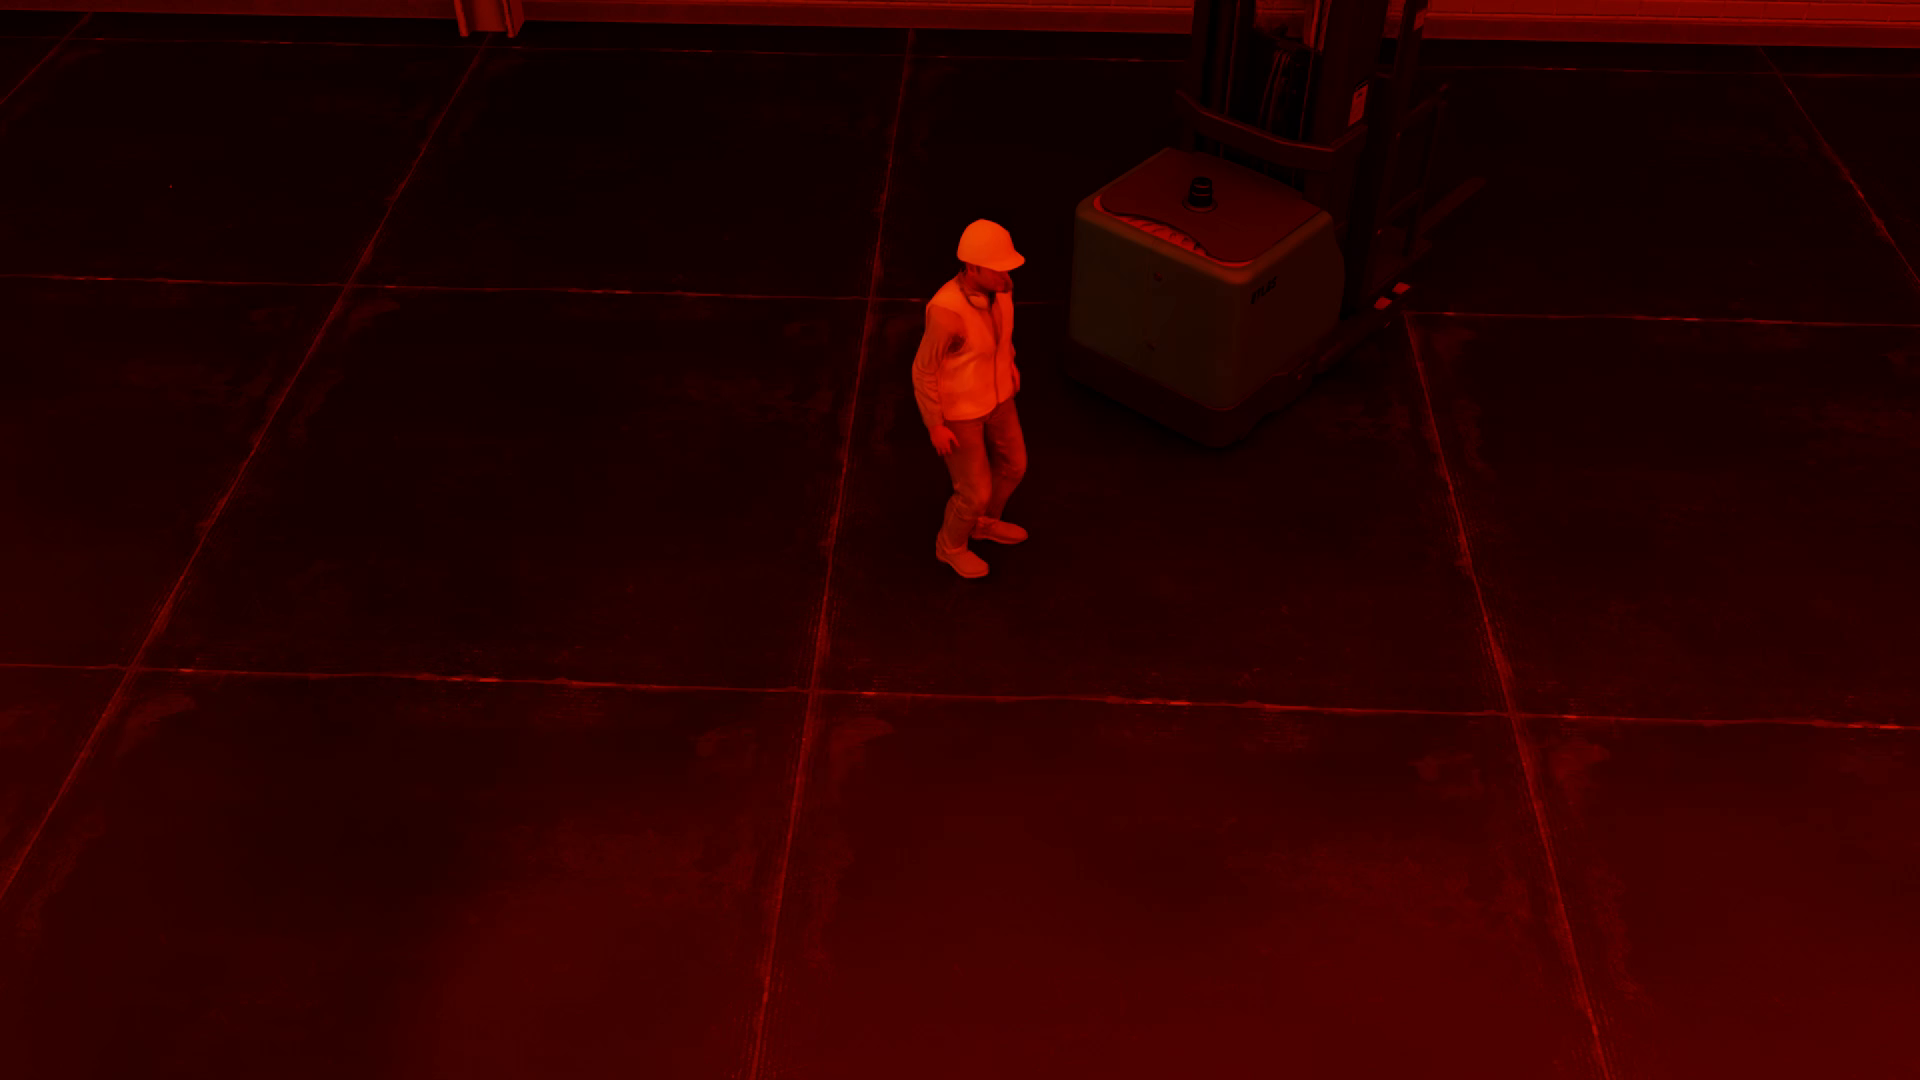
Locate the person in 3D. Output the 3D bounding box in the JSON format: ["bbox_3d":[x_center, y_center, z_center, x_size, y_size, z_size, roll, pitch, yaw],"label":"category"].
[{"bbox_3d":[0.048,-0.617,7.311,0.432,1.745,0.695,28,49,27],"label":"person"}]

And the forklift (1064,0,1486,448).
[{"bbox_3d":[1.900,-2.460,8.437,1.130,2.935,3.031,31,51,29],"label":"forklift"}]
